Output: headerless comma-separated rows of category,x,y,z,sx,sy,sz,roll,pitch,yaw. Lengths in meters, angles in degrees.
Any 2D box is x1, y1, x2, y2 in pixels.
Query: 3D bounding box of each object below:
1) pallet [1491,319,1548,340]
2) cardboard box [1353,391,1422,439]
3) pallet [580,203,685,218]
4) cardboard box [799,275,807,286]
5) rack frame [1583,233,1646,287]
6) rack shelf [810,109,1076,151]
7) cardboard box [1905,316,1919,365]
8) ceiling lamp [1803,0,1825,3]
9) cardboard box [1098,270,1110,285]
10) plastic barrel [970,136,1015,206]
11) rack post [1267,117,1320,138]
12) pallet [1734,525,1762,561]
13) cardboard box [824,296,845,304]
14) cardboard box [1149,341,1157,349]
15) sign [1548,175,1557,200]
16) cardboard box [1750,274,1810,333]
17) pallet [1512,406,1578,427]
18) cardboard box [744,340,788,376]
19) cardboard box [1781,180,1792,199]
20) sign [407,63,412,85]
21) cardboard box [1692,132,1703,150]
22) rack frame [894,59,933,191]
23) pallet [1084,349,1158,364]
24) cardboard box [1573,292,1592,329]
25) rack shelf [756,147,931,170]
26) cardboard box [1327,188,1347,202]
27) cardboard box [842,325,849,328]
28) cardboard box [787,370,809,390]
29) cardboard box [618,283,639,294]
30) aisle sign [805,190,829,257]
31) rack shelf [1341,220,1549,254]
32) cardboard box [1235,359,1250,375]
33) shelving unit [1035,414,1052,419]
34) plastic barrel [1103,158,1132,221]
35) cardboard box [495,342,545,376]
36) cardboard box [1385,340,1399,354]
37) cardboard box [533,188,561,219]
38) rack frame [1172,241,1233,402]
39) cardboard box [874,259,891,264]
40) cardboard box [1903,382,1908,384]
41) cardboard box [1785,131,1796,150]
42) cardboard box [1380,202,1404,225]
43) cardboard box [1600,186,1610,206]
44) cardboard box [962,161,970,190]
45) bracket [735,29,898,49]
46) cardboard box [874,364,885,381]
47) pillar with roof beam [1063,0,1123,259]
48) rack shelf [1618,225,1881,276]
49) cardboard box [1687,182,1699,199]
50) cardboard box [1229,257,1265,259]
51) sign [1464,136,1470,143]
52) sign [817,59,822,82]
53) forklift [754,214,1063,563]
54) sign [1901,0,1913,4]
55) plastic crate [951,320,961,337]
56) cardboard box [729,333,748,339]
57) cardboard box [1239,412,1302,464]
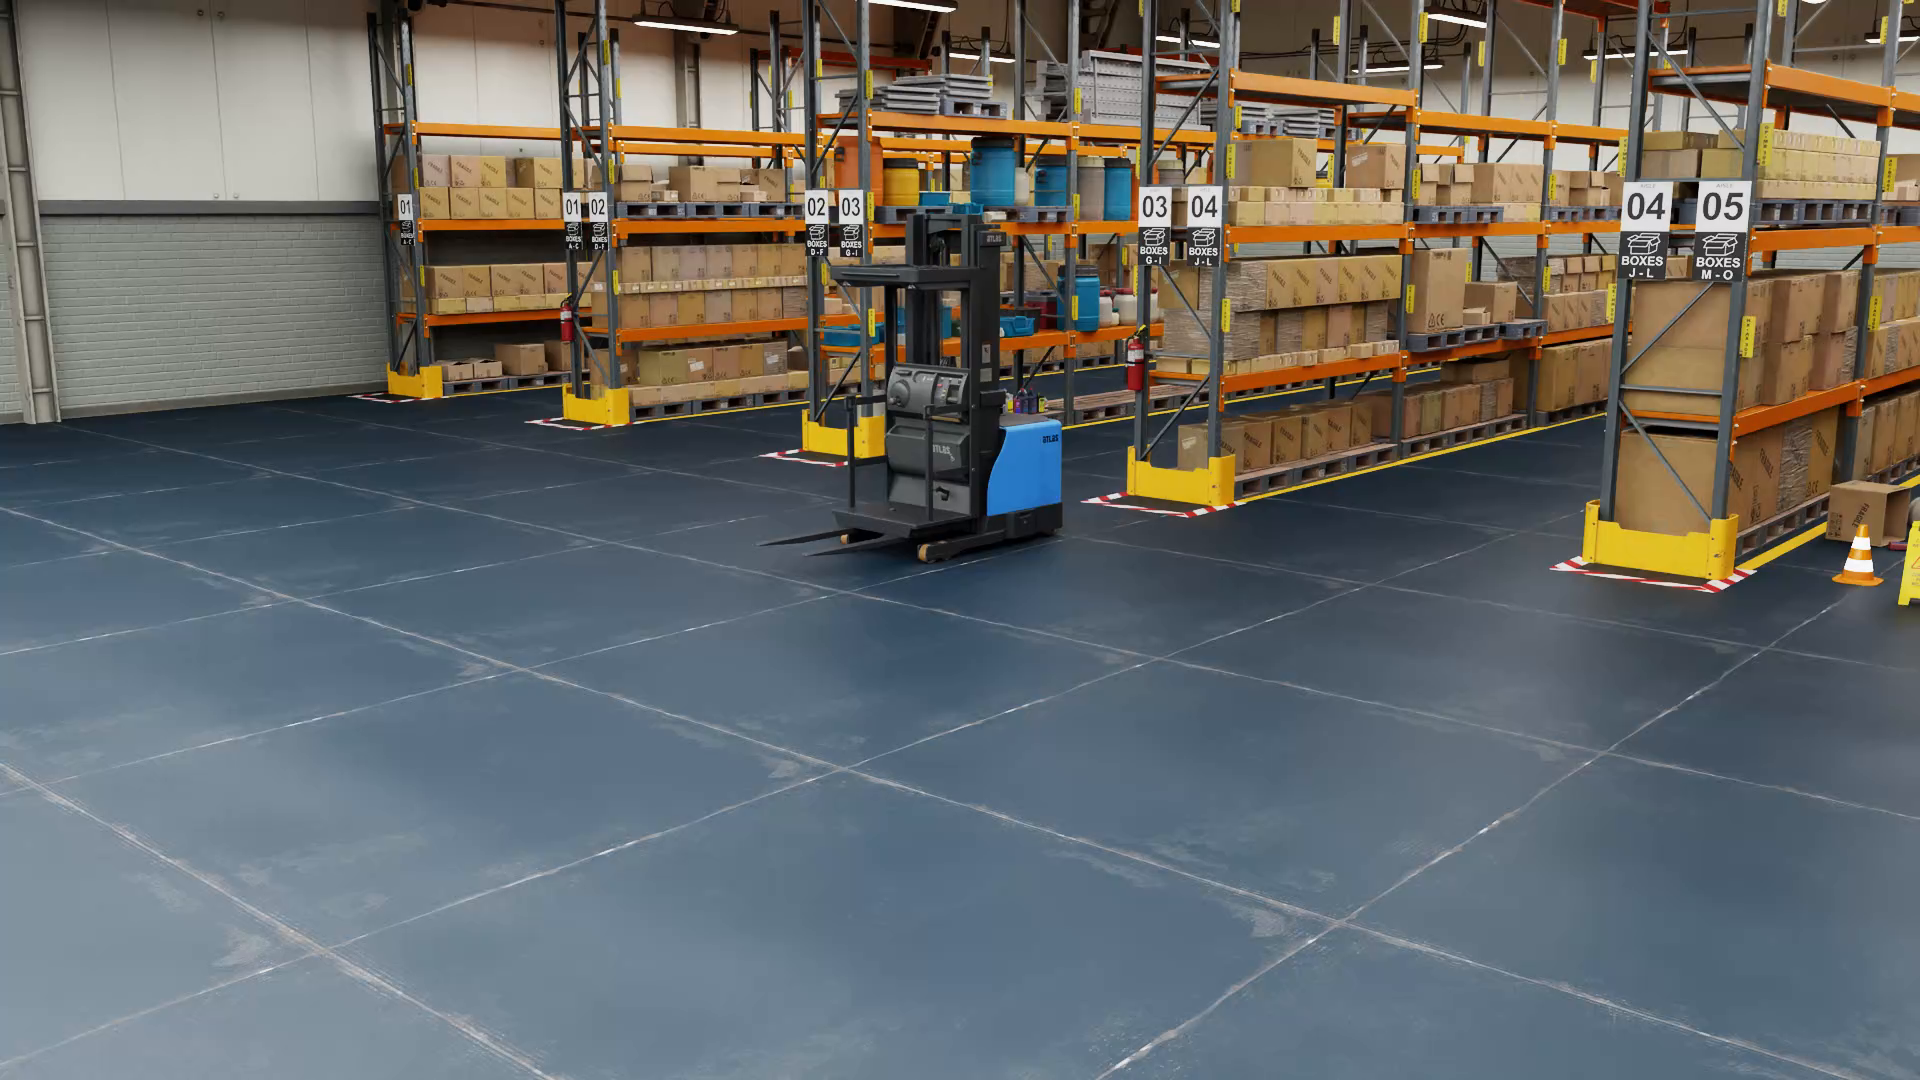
pallet,7.143,-2.863,22.414,1.213,0.211,1.003,10,15,40
cardboard box,5.315,-1.564,20.683,0.700,0.500,0.500,8,14,36
pallet,-4.700,-4.708,23.730,1.003,0.211,1.213,10,15,40
cardboard box,-2.564,-4.068,26.046,0.380,0.149,0.250,10,15,40
rack frame,10.174,-3.664,25.935,1.000,3.000,0.127,10,15,40
rack shelf,-0.147,-5.226,21.297,1.077,0.370,4.000,10,15,40
cardboard box,10.437,-2.220,18.454,0.500,0.500,0.500,9,15,39
ceiling lamp,11.694,-8.989,22.377,0.800,3.185,2.000,10,15,40
cardboard box,2.873,-5.101,32.875,0.500,0.500,0.500,10,15,41
plastic barrel,0.436,-4.917,22.201,0.600,0.901,0.708,10,15,40
rack post,5.213,-6.687,27.030,0.954,0.300,0.937,-10,15,-41
pallet,6.381,-0.002,14.724,1.003,0.211,1.213,10,15,40
cardboard box,-2.103,-3.855,27.238,0.396,0.266,0.258,9,15,39
cardboard box,3.739,-3.934,33.398,0.380,0.166,0.250,10,15,40
sign,7.940,-4.729,22.292,0.100,0.325,0.005,10,15,40
cardboard box,7.204,-2.147,15.203,0.875,0.550,0.500,10,15,40
pallet,8.111,-1.814,23.794,1.003,0.211,1.213,10,15,40
cardboard box,-3.026,-2.825,25.769,0.500,0.500,0.500,10,15,40
cardboard box,6.713,-2.928,13.908,0.380,0.149,0.250,10,15,41
sign,-8.502,-7.188,25.677,0.100,0.325,0.005,10,15,40
cardboard box,6.045,-3.366,14.063,0.380,0.149,0.250,10,15,41
rack frame,-0.988,-8.527,34.967,1.000,3.000,0.127,10,15,40
pallet,3.190,-3.679,33.129,1.003,0.211,1.213,10,15,40
cardboard box,8.733,-3.313,23.922,0.500,0.500,0.500,9,15,39
rack shelf,-2.308,-7.684,33.603,1.077,0.370,4.000,10,15,40
cardboard box,4.030,-3.800,18.324,0.380,0.149,0.250,11,16,43
cardboard box,-2.461,-4.368,33.876,0.750,0.750,0.750,10,15,40
cardboard box,-2.687,-2.529,26.203,0.500,0.250,0.500,10,15,40
cardboard box,-4.765,-3.577,23.588,0.380,0.149,0.250,10,15,40
aisle sign,-1.738,-3.841,20.187,0.394,0.787,0.004,10,15,40
rack shelf,6.214,-3.899,21.292,1.077,0.370,4.000,10,15,40
cardboard box,2.800,-1.821,17.348,0.380,0.149,0.250,10,15,40
shelving unit,0.710,-0.659,15.868,0.215,1.050,0.252,11,16,43
plastic barrel,2.209,-5.139,24.384,0.600,0.901,0.708,10,15,40
cardboard box,-7.487,-3.085,28.296,0.700,0.500,0.500,9,14,37
cardboard box,4.972,-2.294,19.718,0.380,0.149,0.250,10,15,40
cardboard box,-7.097,-5.672,28.027,0.500,0.500,0.500,9,14,38
rack frame,3.813,-3.716,26.195,1.000,3.000,0.127,10,15,40
cardboard box,-1.771,-5.540,34.264,0.500,0.500,0.500,10,15,40
cardboard box,11.447,-1.902,20.508,0.500,0.250,0.500,9,15,39
cardboard box,6.706,-3.318,13.825,0.380,0.149,0.250,10,15,40
cardboard box,4.789,-3.783,19.259,0.500,0.250,0.500,11,15,42
cardboard box,9.383,-5.147,24.859,0.500,0.311,0.500,9,14,38
cardboard box,0.388,-6.430,29.320,0.500,0.500,0.500,10,15,40
bracket,-2.895,-10.018,33.244,0.076,0.066,4.783,10,15,40
cardboard box,-1.415,-2.805,27.582,0.500,0.250,0.500,9,15,39
pillar with roof beam,6.019,-9.068,37.676,9.100,9.000,0.548,10,15,40
rack shelf,7.232,-2.655,15.061,1.077,0.370,4.000,10,15,40
cardboard box,6.044,-2.975,14.140,0.380,0.149,0.250,10,15,41
cardboard box,3.088,-2.844,18.263,0.500,0.500,0.500,10,15,40
sign,9.518,-7.608,31.188,0.100,0.325,0.005,10,15,40
sign,-2.145,-7.170,25.386,0.100,0.325,0.005,10,15,40
forklift,-0.433,-1.350,14.525,1.130,2.935,3.031,11,16,43
sign,8.953,-5.233,15.685,0.100,0.325,0.005,10,15,40
plastic crate,0.065,-2.860,22.452,0.450,0.188,0.662,10,15,40
cardboard box,-4.492,-3.813,31.942,0.700,0.500,0.500,10,15,40
cardboard box,3.474,-1.150,18.660,0.500,0.500,0.500,-10,15,-42
